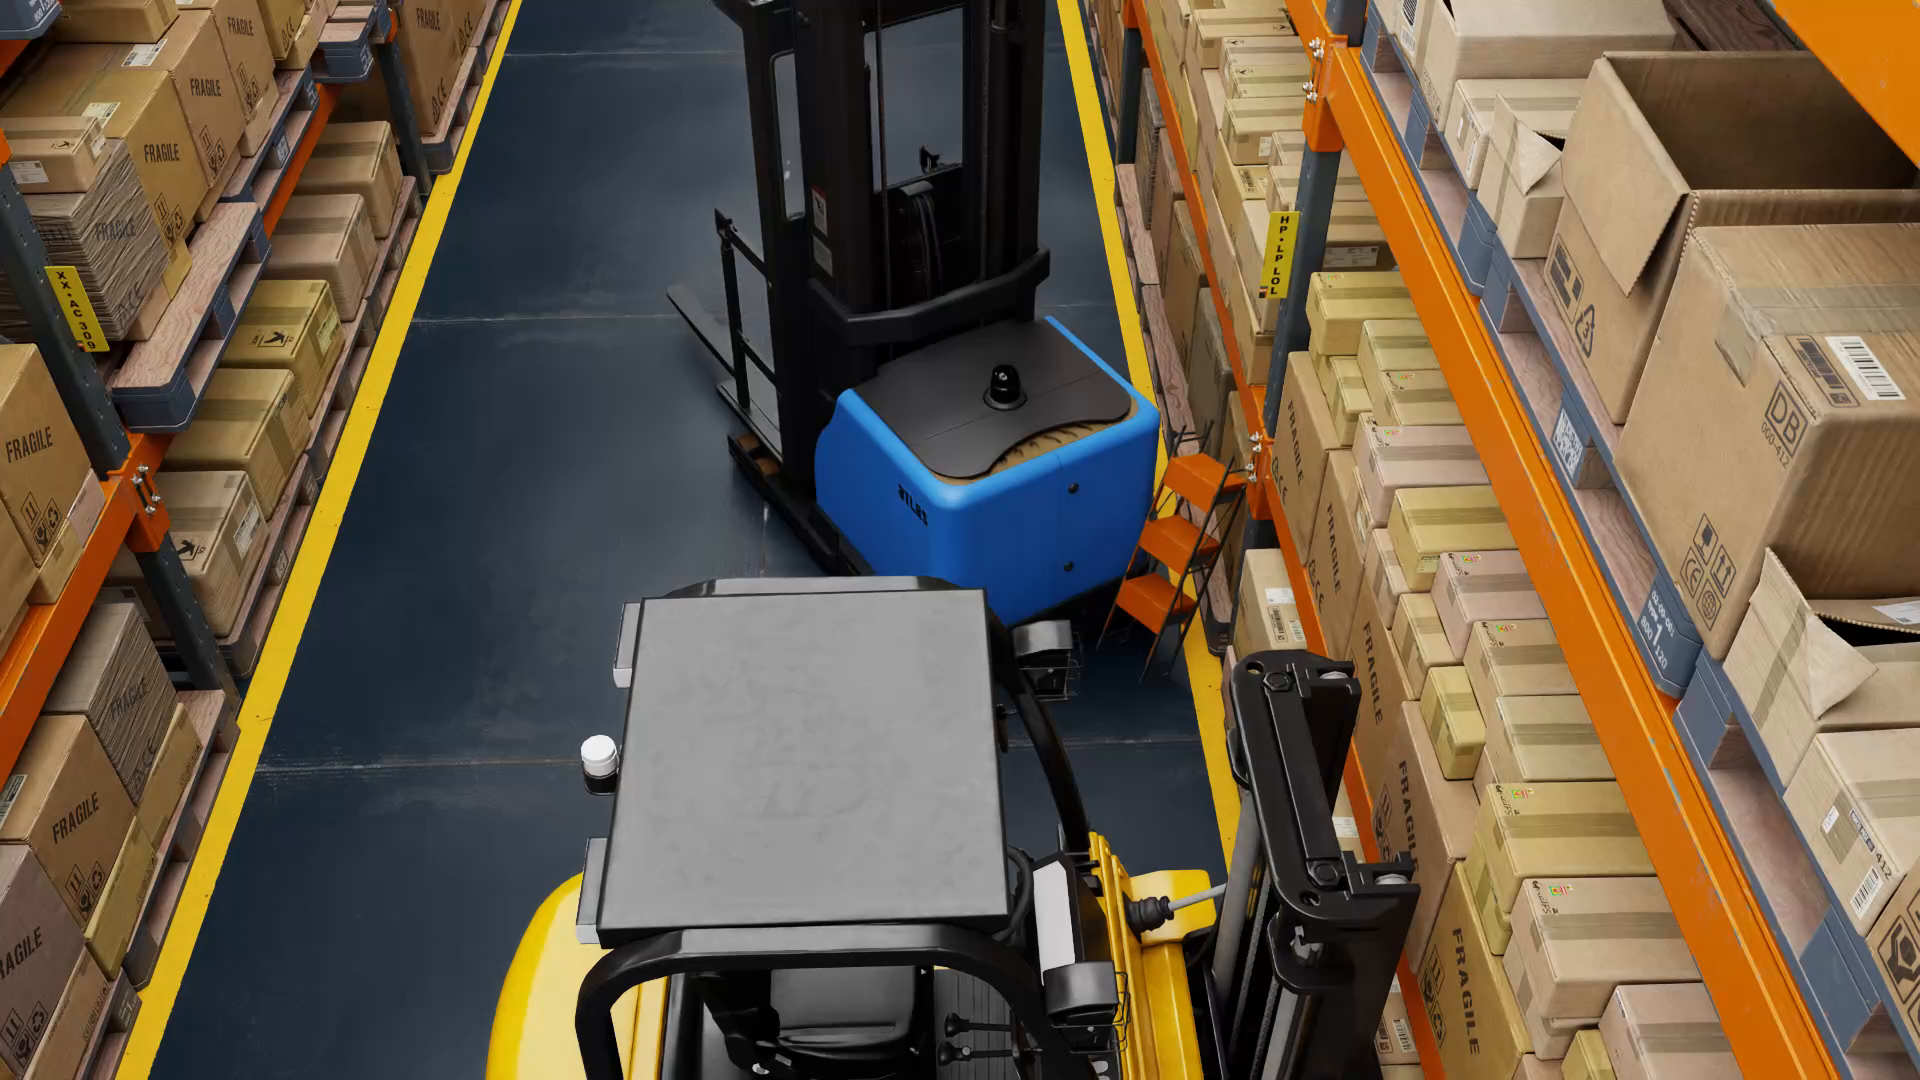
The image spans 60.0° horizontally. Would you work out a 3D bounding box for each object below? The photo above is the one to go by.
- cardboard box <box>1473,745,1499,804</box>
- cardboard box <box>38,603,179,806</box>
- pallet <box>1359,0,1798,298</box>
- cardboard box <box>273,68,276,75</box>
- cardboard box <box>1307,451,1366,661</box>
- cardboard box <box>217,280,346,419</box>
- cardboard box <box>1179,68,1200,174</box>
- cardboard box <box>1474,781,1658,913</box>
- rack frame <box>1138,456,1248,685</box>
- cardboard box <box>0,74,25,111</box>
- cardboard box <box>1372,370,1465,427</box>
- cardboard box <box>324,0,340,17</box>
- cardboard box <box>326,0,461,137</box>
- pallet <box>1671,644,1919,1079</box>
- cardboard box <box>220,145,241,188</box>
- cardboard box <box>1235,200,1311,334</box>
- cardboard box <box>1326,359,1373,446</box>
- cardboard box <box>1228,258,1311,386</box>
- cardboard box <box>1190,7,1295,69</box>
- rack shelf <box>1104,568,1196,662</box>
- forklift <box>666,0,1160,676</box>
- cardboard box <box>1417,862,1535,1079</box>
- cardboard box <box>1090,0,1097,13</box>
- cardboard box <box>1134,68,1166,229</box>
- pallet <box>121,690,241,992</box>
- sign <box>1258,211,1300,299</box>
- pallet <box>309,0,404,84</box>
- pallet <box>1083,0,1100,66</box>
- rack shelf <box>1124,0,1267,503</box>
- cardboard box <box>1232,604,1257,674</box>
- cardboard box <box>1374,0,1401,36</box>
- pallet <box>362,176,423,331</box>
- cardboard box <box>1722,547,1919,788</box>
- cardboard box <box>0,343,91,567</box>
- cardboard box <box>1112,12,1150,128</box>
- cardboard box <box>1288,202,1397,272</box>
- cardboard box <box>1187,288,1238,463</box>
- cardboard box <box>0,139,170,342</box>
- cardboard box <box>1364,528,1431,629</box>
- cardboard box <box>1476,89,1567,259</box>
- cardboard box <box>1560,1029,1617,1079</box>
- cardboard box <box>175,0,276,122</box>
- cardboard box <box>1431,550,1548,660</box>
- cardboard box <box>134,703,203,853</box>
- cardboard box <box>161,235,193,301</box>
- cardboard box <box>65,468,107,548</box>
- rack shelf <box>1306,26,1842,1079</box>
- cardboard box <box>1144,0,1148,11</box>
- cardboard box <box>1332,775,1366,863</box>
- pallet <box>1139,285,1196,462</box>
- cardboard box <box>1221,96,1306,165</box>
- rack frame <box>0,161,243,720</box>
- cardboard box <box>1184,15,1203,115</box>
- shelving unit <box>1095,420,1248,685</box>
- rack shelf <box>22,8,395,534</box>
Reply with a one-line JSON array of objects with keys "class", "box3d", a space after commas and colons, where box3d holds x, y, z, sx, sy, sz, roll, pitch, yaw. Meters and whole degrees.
[{"class": "cardboard box", "box3d": [1.453, 0.617, 3.953, 0.380, 0.149, 0.250, -2, 43, -2]}, {"class": "cardboard box", "box3d": [-3.089, 0.574, 5.723, 0.500, 0.500, 0.500, -2, 43, -2]}, {"class": "pallet", "box3d": [1.639, -1.043, 4.163, 1.003, 0.211, 1.213, -2, 43, -2]}, {"class": "cardboard box", "box3d": [-3.251, -2.071, 7.315, 0.380, 0.149, 0.250, -1, 43, -1]}, {"class": "cardboard box", "box3d": [1.374, 0.076, 5.022, 0.500, 0.500, 0.500, -1, 43, -1]}, {"class": "cardboard box", "box3d": [-3.472, -0.895, 7.790, 0.950, 0.372, 0.625, 0, 43, 0]}, {"class": "cardboard box", "box3d": [1.247, -1.846, 7.305, 0.500, 0.250, 0.500, 0, 43, 0]}, {"class": "cardboard box", "box3d": [1.367, 0.675, 3.669, 0.380, 0.149, 0.250, -1, 43, -1]}, {"class": "rack frame", "box3d": [0.932, 0.119, 6.483, 0.200, 1.050, 0.008, -13, 40, -45]}, {"class": "cardboard box", "box3d": [-3.653, -1.341, 6.038, 0.500, 0.500, 0.500, -1, 43, -2]}, {"class": "cardboard box", "box3d": [1.415, -0.361, 4.799, 0.380, 0.149, 0.250, -2, 43, -3]}, {"class": "cardboard box", "box3d": [-3.164, -2.600, 7.892, 0.380, 0.149, 0.250, -2, 43, -2]}, {"class": "cardboard box", "box3d": [-3.498, -2.941, 9.649, 0.875, 0.875, 0.875, -2, 43, -2]}, {"class": "pallet", "box3d": [1.743, 0.604, 2.366, 1.003, 0.211, 1.213, -2, 43, -2]}, {"class": "cardboard box", "box3d": [-3.158, -1.544, 6.740, 0.380, 0.149, 0.250, -1, 43, -1]}, {"class": "cardboard box", "box3d": [1.301, -0.998, 6.010, 0.500, 0.250, 0.500, -2, 43, -3]}, {"class": "cardboard box", "box3d": [1.340, -0.423, 5.088, 0.380, 0.149, 0.250, -1, 43, -1]}, {"class": "cardboard box", "box3d": [1.294, -0.822, 6.188, 0.500, 0.250, 0.500, -1, 43, -1]}, {"class": "cardboard box", "box3d": [1.168, -2.084, 6.899, 0.380, 0.149, 0.250, -3, 43, -3]}, {"class": "rack shelf", "box3d": [0.770, 0.300, 6.681, 0.215, 0.259, 0.240, -13, 40, -45]}, {"class": "forklift", "box3d": [-0.417, -1.452, 6.814, 1.130, 2.935, 3.031, -23, 47, -23]}, {"class": "cardboard box", "box3d": [1.429, 1.097, 3.908, 0.500, 0.500, 0.500, -2, 43, -3]}, {"class": "cardboard box", "box3d": [1.098, -3.799, 10.864, 0.500, 0.500, 0.500, -3, 43, -3]}, {"class": "cardboard box", "box3d": [1.420, -2.103, 8.921, 0.875, 0.625, 0.625, 0, 43, 0]}, {"class": "pallet", "box3d": [-3.318, 1.080, 6.065, 1.003, 0.211, 1.213, -2, 43, -2]}, {"class": "sign", "box3d": [1.035, -0.920, 5.386, 0.100, 0.325, 0.005, -2, 43, -2]}, {"class": "pallet", "box3d": [-3.415, -2.552, 8.105, 1.213, 0.211, 1.003, -2, 43, -2]}, {"class": "pallet", "box3d": [1.365, -3.544, 11.110, 1.003, 0.211, 1.213, -2, 43, -2]}, {"class": "rack shelf", "box3d": [1.492, -1.630, 7.490, 1.077, 0.370, 4.000, -2, 43, -2]}, {"class": "cardboard box", "box3d": [1.289, 0.465, 6.027, 0.500, 0.250, 0.500, -2, 43, -2]}, {"class": "cardboard box", "box3d": [1.293, -1.438, 4.330, 0.380, 0.149, 0.250, -1, 43, -1]}, {"class": "pallet", "box3d": [-3.520, -1.545, 8.929, 1.003, 0.211, 1.213, -2, 43, -2]}, {"class": "cardboard box", "box3d": [1.398, 0.186, 2.472, 0.396, 0.266, 0.258, -2, 43, -2]}, {"class": "cardboard box", "box3d": [-3.115, -0.254, 5.162, 0.500, 0.500, 0.500, -3, 43, -3]}, {"class": "cardboard box", "box3d": [1.175, -2.758, 9.728, 0.500, 0.500, 0.500, -1, 43, -1]}, {"class": "cardboard box", "box3d": [1.341, -1.045, 5.766, 0.380, 0.149, 0.250, 0, 43, 0]}, {"class": "cardboard box", "box3d": [1.518, -0.700, 7.390, 0.875, 0.625, 0.625, -2, 43, -2]}, {"class": "cardboard box", "box3d": [-3.115, -1.026, 5.694, 0.500, 0.500, 0.500, -1, 43, -1]}, {"class": "cardboard box", "box3d": [1.325, 0.098, 4.519, 0.380, 0.149, 0.250, -2, 43, -2]}, {"class": "cardboard box", "box3d": [1.337, -0.782, 3.528, 0.396, 0.266, 0.258, -3, 43, -3]}, {"class": "cardboard box", "box3d": [1.463, 1.137, 3.385, 0.380, 0.149, 0.250, -2, 43, -2]}, {"class": "cardboard box", "box3d": [-3.177, -2.045, 6.806, 0.500, 0.500, 0.500, -3, 43, -4]}, {"class": "cardboard box", "box3d": [1.428, 0.161, 4.230, 0.380, 0.149, 0.250, -2, 43, -2]}, {"class": "cardboard box", "box3d": [-3.088, 0.850, 5.976, 0.500, 0.250, 0.500, 0, 43, 0]}, {"class": "cardboard box", "box3d": [-3.091, -1.013, 6.160, 0.380, 0.149, 0.250, -1, 43, -1]}, {"class": "cardboard box", "box3d": [-3.064, -0.099, 5.474, 0.380, 0.149, 0.250, -2, 43, -2]}, {"class": "rack shelf", "box3d": [1.662, -0.035, 3.531, 1.077, 0.370, 4.000, -2, 43, -2]}, {"class": "cardboard box", "box3d": [1.182, -2.883, 8.436, 0.500, 0.250, 0.500, -1, 43, -2]}, {"class": "cardboard box", "box3d": [1.328, 0.962, 5.114, 0.500, 0.250, 0.500, 0, 43, 0]}, {"class": "pallet", "box3d": [1.452, -0.839, 8.159, 1.003, 0.211, 1.213, -2, 43, -2]}, {"class": "cardboard box", "box3d": [1.210, -1.559, 6.327, 0.380, 0.149, 0.250, -3, 43, -3]}, {"class": "rack frame", "box3d": [-3.382, -0.400, 5.616, 1.000, 3.000, 0.127, -2, 43, -2]}, {"class": "cardboard box", "box3d": [1.253, -2.032, 7.137, 0.500, 0.250, 0.500, -1, 43, -1]}, {"class": "shelving unit", "box3d": [0.851, 0.056, 6.549, 0.215, 1.050, 0.252, -13, 40, -45]}, {"class": "rack shelf", "box3d": [-3.467, -1.485, 7.332, 1.077, 0.370, 4.000, -2, 43, -2]}]
